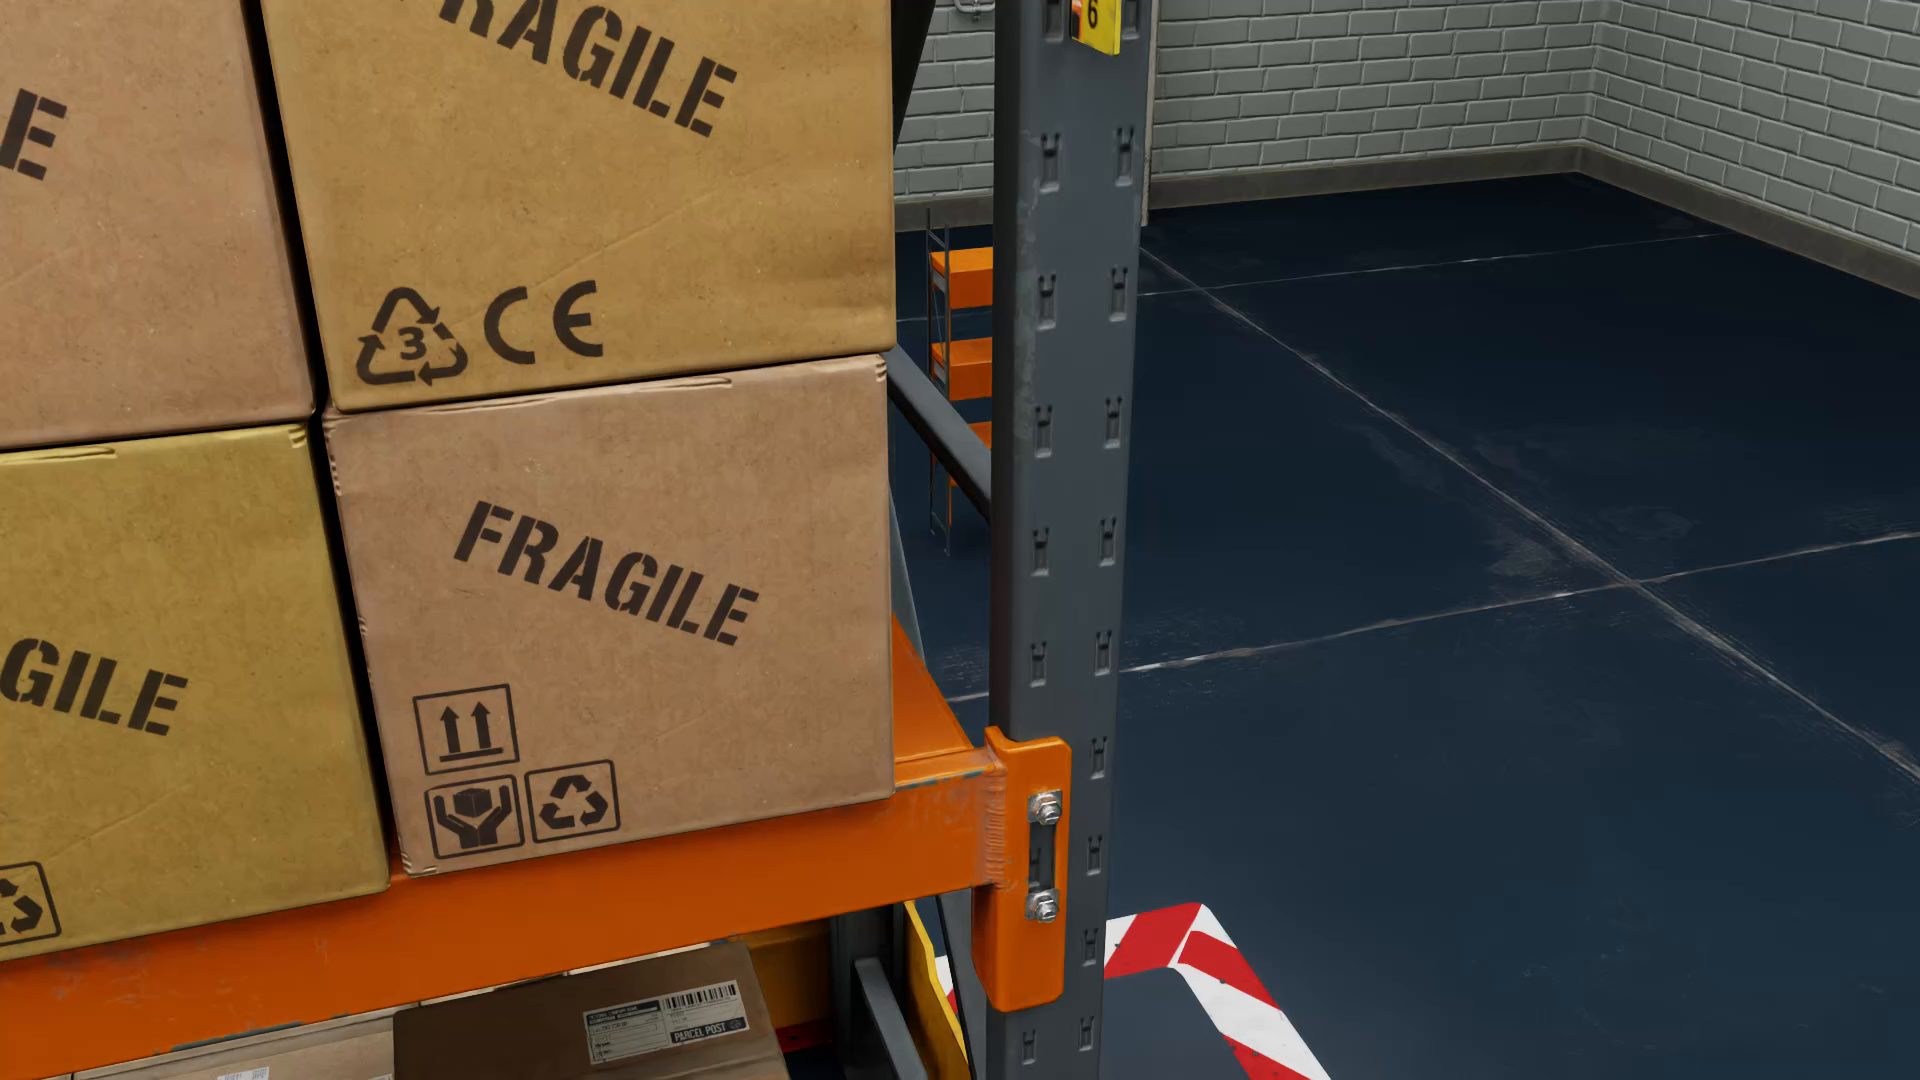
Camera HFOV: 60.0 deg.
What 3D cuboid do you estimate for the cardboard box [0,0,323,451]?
[{"bbox_3d":[-0.854,-0.399,1.443,0.500,0.500,0.500,-7,27,-15],"label":"cardboard box"}]

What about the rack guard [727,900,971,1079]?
[{"bbox_3d":[-0.108,0.976,2.721,0.348,0.500,1.175,-8,28,-16],"label":"rack guard"}]

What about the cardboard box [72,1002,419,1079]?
[{"bbox_3d":[-1.116,0.905,2.652,0.500,0.250,0.500,-8,28,-16],"label":"cardboard box"}]

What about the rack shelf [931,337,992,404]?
[{"bbox_3d":[0.051,-0.468,5.036,0.240,0.259,0.215,-8,28,-16],"label":"rack shelf"}]

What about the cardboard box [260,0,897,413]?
[{"bbox_3d":[-0.374,-0.469,1.584,0.500,0.500,0.500,-8,28,-17],"label":"cardboard box"}]

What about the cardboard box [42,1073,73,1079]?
[{"bbox_3d":[-1.591,0.973,2.513,0.500,0.250,0.500,-8,28,-16],"label":"cardboard box"}]

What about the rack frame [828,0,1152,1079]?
[{"bbox_3d":[-0.036,-0.154,2.186,0.127,3.000,1.000,-8,28,-16],"label":"rack frame"}]

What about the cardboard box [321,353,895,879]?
[{"bbox_3d":[-0.377,-0.022,1.808,0.500,0.500,0.500,-7,27,-15],"label":"cardboard box"}]

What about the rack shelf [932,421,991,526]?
[{"bbox_3d":[0.051,-0.219,5.160,0.240,0.259,0.215,-8,28,-16],"label":"rack shelf"}]

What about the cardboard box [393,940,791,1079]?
[{"bbox_3d":[-0.476,0.948,2.284,0.500,0.500,0.500,-8,28,-16],"label":"cardboard box"}]

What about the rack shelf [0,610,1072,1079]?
[{"bbox_3d":[-1.937,0.444,1.791,4.000,0.370,1.077,-8,28,-16],"label":"rack shelf"}]

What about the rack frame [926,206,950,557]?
[{"bbox_3d":[-0.065,-0.461,4.998,0.008,1.050,0.200,-8,28,-16],"label":"rack frame"}]

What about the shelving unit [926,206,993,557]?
[{"bbox_3d":[0.051,-0.478,5.031,0.252,1.050,0.215,-8,28,-16],"label":"shelving unit"}]

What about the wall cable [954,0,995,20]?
[{"bbox_3d":[-0.648,-3.279,7.339,1.851,1.984,0.084,-8,28,-16],"label":"wall cable"}]

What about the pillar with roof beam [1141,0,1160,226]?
[{"bbox_3d":[2.059,-3.852,2.889,0.400,9.000,9.100,-8,28,-16],"label":"pillar with roof beam"}]

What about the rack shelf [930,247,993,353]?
[{"bbox_3d":[0.051,-0.722,4.910,0.240,0.259,0.215,-8,28,-16],"label":"rack shelf"}]

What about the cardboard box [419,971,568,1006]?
[{"bbox_3d":[-0.778,0.865,2.826,0.250,0.166,0.380,-8,28,-16],"label":"cardboard box"}]

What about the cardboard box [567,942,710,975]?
[{"bbox_3d":[-0.540,0.839,2.899,0.250,0.149,0.380,-8,28,-16],"label":"cardboard box"}]

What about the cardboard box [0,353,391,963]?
[{"bbox_3d":[-0.869,0.051,1.661,0.500,0.500,0.500,-8,28,-16],"label":"cardboard box"}]

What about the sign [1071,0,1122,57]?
[{"bbox_3d":[0.117,-0.576,1.380,0.005,0.325,0.100,-8,28,-16],"label":"sign"}]
